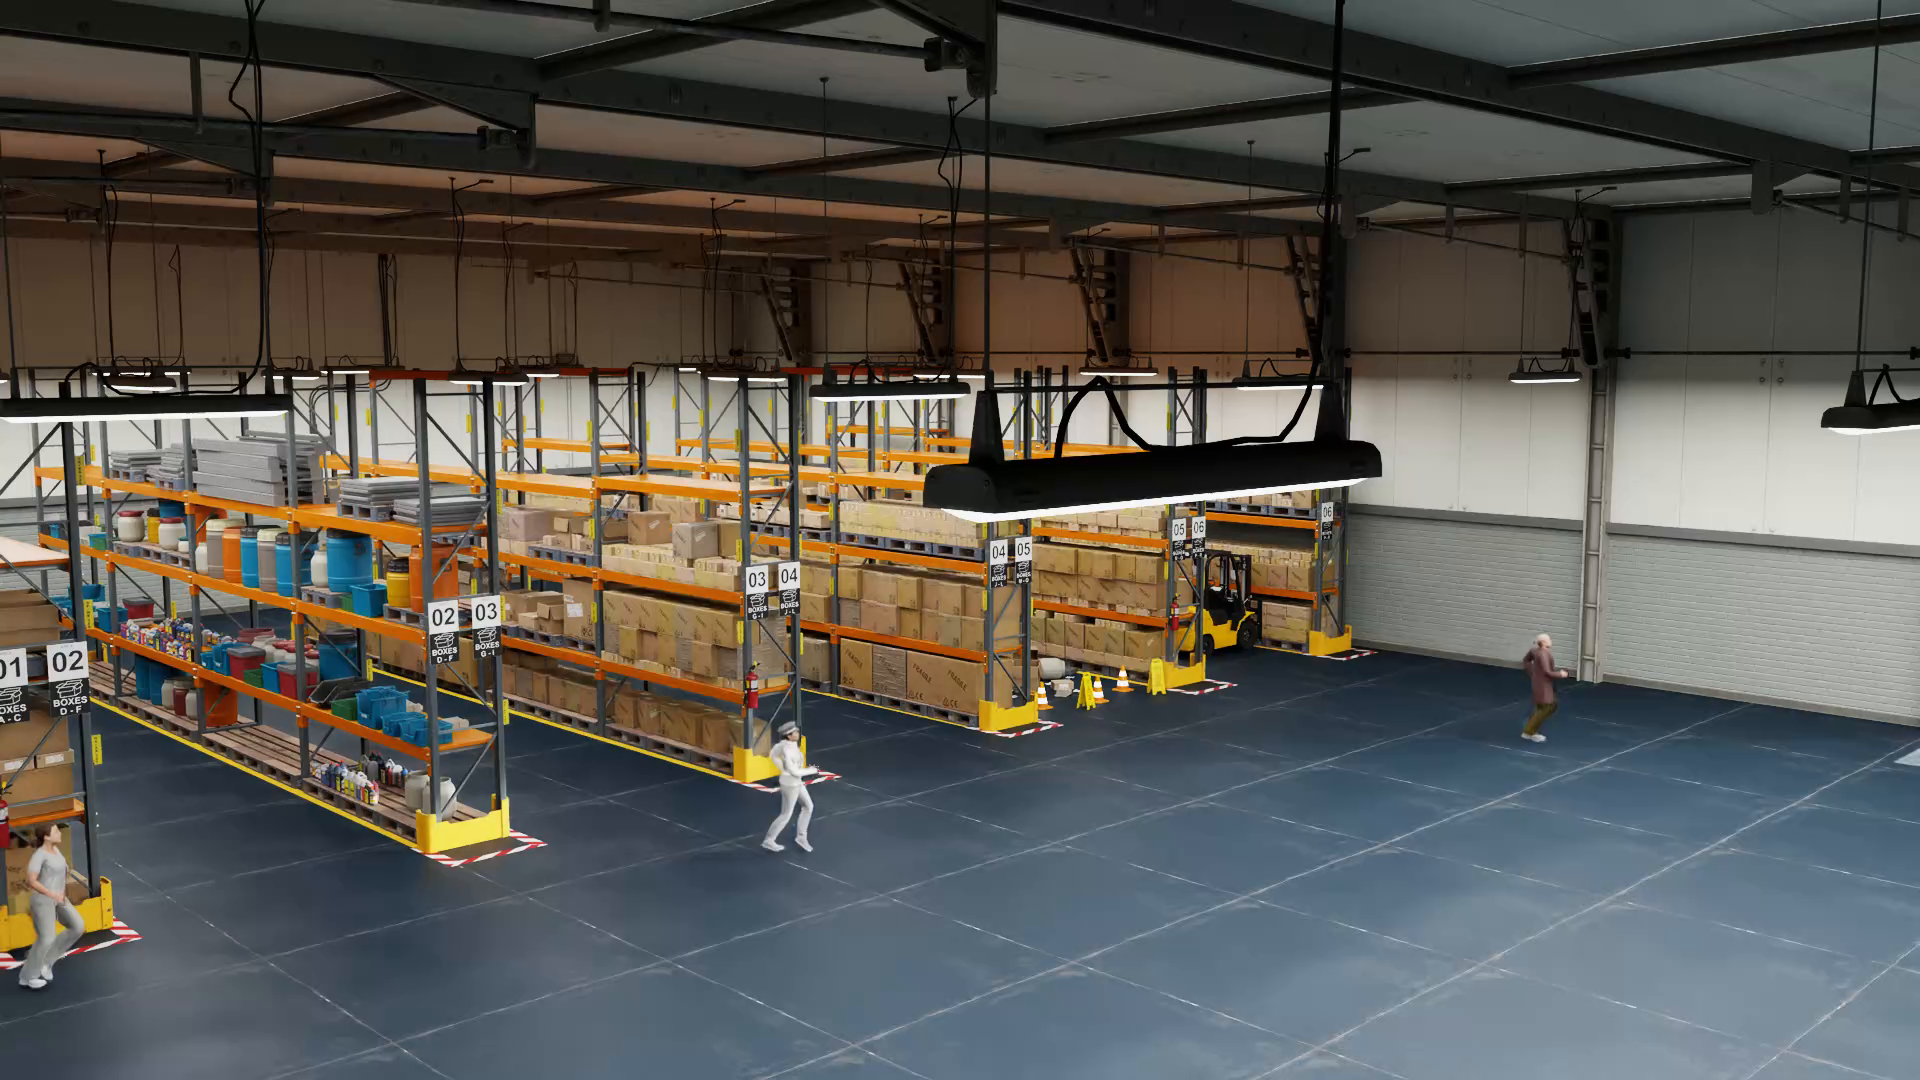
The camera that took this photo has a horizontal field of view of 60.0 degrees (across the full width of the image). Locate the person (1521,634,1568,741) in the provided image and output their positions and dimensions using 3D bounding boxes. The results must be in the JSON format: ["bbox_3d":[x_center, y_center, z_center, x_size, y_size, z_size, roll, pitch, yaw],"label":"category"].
[{"bbox_3d":[9.527,2.439,27.086,0.689,1.675,0.735,1,7,10],"label":"person"}]

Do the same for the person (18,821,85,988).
[{"bbox_3d":[-9.142,3.635,16.771,0.562,1.613,0.624,0,6,1],"label":"person"}]

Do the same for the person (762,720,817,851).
[{"bbox_3d":[-2.161,3.134,21.042,0.714,1.740,0.612,-1,7,-8],"label":"person"}]
